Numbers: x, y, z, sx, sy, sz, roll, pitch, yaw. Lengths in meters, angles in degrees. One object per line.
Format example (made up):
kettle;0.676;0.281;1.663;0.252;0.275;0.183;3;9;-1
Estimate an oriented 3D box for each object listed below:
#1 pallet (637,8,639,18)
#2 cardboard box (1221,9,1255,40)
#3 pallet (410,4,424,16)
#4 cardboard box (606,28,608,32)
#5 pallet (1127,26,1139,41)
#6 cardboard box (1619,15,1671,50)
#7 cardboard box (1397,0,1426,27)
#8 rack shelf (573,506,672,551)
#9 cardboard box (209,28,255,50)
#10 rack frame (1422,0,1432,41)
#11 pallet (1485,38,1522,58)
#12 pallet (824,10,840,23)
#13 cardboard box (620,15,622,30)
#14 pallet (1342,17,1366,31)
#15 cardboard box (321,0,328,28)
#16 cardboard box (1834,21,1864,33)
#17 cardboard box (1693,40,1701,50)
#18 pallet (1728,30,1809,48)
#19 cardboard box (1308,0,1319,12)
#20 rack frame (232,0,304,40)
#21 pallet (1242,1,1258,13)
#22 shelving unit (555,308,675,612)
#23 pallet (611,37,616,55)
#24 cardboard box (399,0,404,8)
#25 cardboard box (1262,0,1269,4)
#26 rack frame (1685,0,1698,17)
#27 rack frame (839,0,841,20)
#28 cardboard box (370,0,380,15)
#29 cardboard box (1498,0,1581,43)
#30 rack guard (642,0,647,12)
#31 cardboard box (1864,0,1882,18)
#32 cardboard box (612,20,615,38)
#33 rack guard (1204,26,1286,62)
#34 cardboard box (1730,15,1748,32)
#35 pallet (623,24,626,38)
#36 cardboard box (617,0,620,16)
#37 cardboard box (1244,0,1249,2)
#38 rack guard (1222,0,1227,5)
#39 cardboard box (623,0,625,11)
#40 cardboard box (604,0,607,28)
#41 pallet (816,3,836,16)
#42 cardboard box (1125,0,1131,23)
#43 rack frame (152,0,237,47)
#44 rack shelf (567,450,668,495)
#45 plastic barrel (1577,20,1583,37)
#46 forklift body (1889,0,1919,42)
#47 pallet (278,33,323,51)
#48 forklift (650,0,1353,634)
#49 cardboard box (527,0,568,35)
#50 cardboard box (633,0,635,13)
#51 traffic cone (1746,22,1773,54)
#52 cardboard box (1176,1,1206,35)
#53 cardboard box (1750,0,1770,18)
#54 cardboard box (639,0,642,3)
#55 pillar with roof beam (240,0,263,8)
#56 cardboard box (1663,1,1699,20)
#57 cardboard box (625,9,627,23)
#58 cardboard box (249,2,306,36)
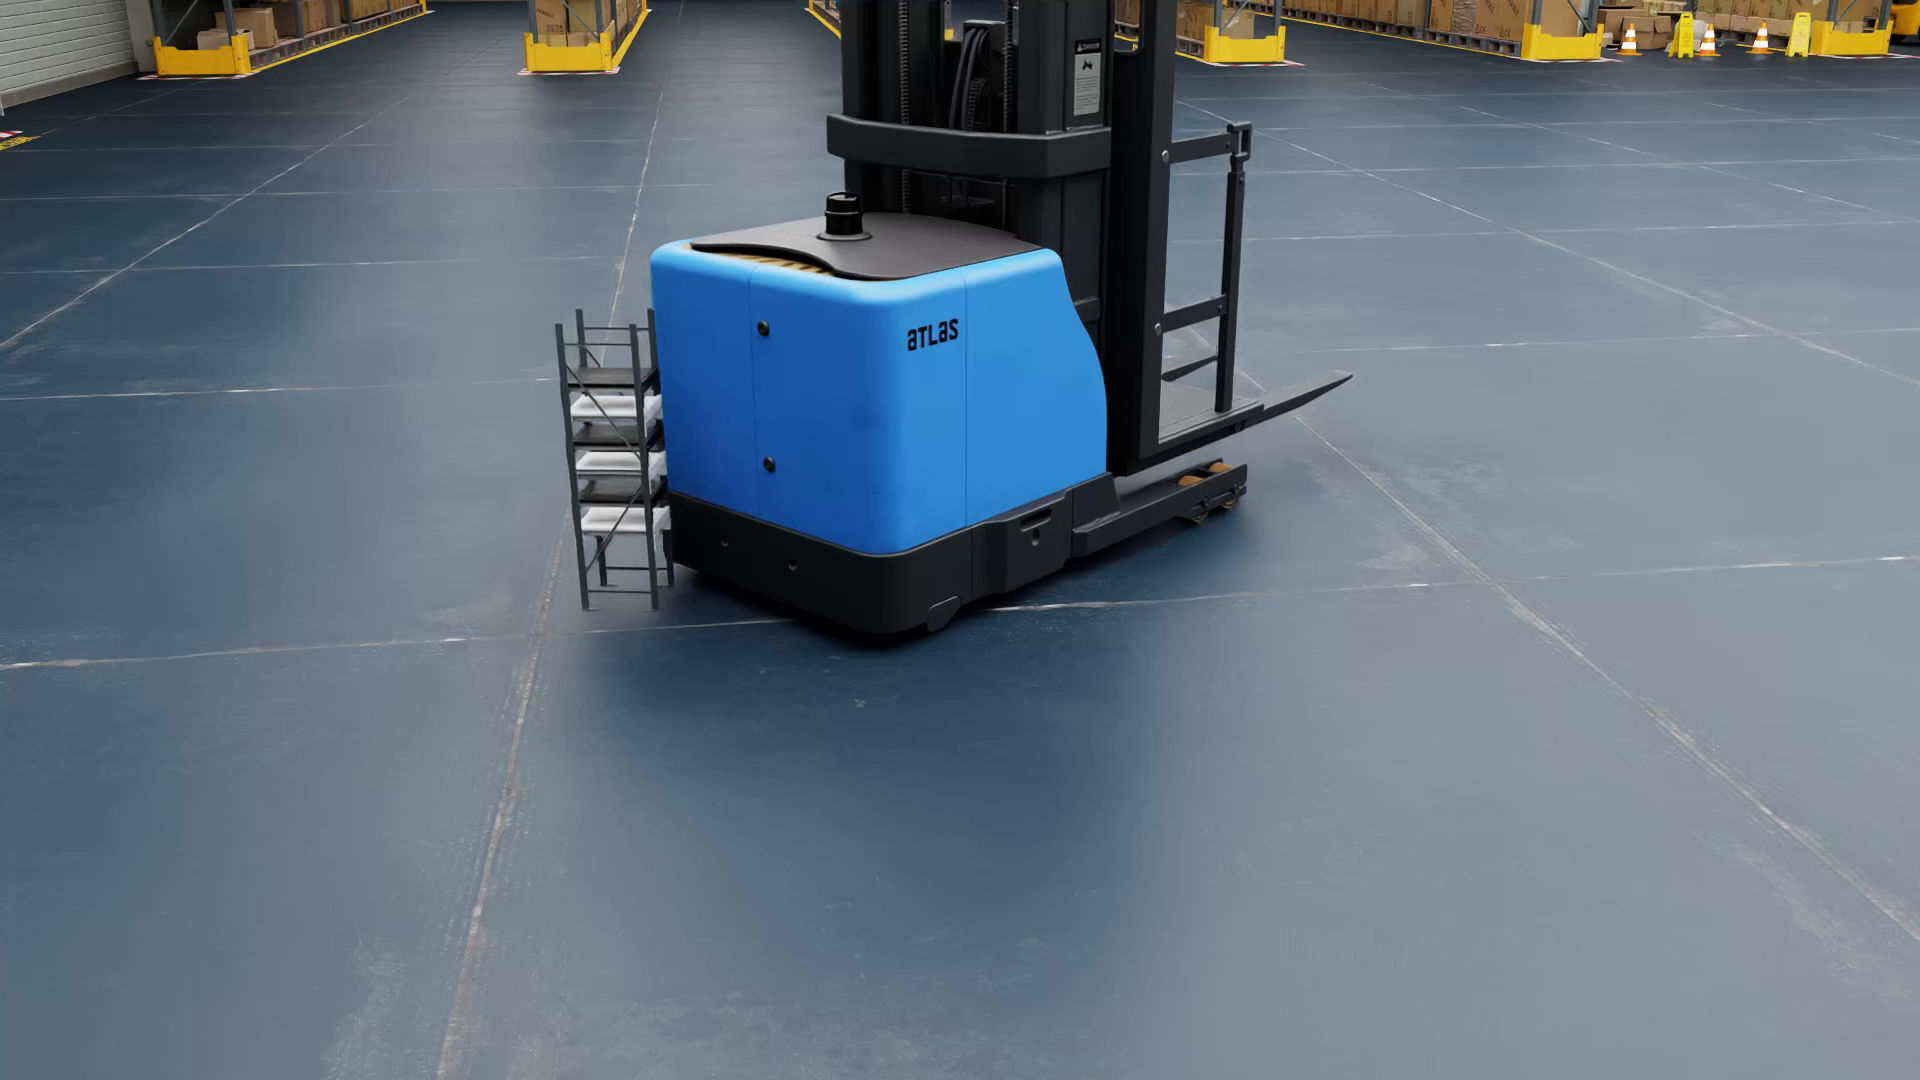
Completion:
pallet;-7.359;-11.169;35.320;1.003;0.211;1.213;-3;21;-8
cardboard box;4.199;-7.824;25.350;0.500;0.500;0.500;1;20;2
pallet;-12.546;-11.792;36.988;1.003;0.211;1.213;-3;21;-8
cardboard box;-5.536;-7.535;24.932;0.500;0.250;0.500;-3;21;-8
pallet;3.582;-8.930;29.323;1.003;0.211;1.213;-3;21;-8
cardboard box;11.320;-8.392;27.467;0.637;0.503;0.797;17;27;39
cardboard box;8.440;-9.535;29.573;1.050;0.750;0.750;-3;21;-8
rack shelf;-1.039;-0.038;5.135;0.258;0.077;0.200;1;20;4
cardboard box;-10.525;-7.220;23.974;0.500;0.311;0.500;-1;21;-3
rack frame;8.618;-10.182;28.689;1.000;3.000;0.127;-3;21;-8
pallet;9.002;-7.763;26.200;1.003;0.211;1.213;-3;21;-8
pallet;-2.289;-10.911;34.628;1.003;0.211;1.213;-3;21;-8
cardboard box;-6.070;-8.885;28.548;0.500;0.250;0.500;-4;21;-9
pallet;8.081;-9.983;32.144;1.003;0.211;1.213;-3;21;-8
cardboard box;-11.471;-9.206;29.021;0.700;0.500;0.500;-3;21;-8
cardboard box;14.236;-8.283;26.936;0.500;0.250;0.500;-3;21;-8
cardboard box;11.891;-8.097;27.184;0.380;0.149;0.250;8;22;20
pallet;13.813;-8.506;28.188;1.003;0.211;1.213;-3;21;-8
cardboard box;7.525;-11.169;34.306;0.500;0.500;0.500;-4;21;-10
rack frame;-11.009;-9.217;26.107;1.000;3.000;0.127;-3;21;-8
pallet;7.154;-12.299;38.345;1.003;0.211;1.213;-3;21;-8
shelving unit;-1.041;-0.238;5.062;0.258;0.900;0.210;1;20;4
pallet;-6.035;-7.884;26.524;1.003;0.211;1.213;-3;21;-8
cardboard box;-12.310;-11.629;35.536;0.700;0.500;0.500;-2;21;-6
cardboard box;7.015;-12.114;37.337;0.380;0.149;0.250;-4;21;-10
rack frame;13.502;-10.466;29.452;1.000;3.000;0.127;-3;21;-8
rack frame;-1.782;-11.102;31.153;1.000;3.000;0.127;-3;21;-8
cardboard box;-11.809;-10.650;32.417;0.750;0.750;0.750;-2;21;-6
cardboard box;9.032;-8.230;25.899;0.875;0.875;0.875;-3;21;-7
rack guard;-7.827;-12.426;38.270;1.175;0.500;0.348;-3;21;-8
cardboard box;18.113;-10.512;32.367;0.875;0.625;0.625;-4;21;-10
cardboard box;-5.825;-8.227;26.786;0.500;0.250;0.500;-3;21;-8
rack guard;4.261;-7.437;24.913;1.175;0.500;0.348;-3;21;-8
cardboard box;13.487;-8.789;28.291;0.500;0.250;0.500;-3;21;-8
pallet;-6.604;-9.260;30.207;1.003;0.211;1.213;-3;21;-8
cardboard box;-5.988;-8.969;27.970;0.500;0.311;0.500;-3;21;-8
cardboard box;6.818;-12.560;38.531;0.380;0.149;0.250;-4;21;-10
rack guard;6.900;-13.139;40.180;1.175;0.500;0.348;-3;21;-8
cardboard box;-6.284;-9.676;29.863;0.500;0.311;0.500;-3;21;-9
cardboard box;-5.547;-7.885;24.800;0.500;0.500;0.500;-3;21;-8
pallet;-2.682;-11.856;37.158;1.003;0.211;1.213;-3;21;-8
cardboard box;3.417;-9.768;30.526;0.700;0.500;0.500;-1;21;-3
rack frame;-10.433;-7.832;22.399;1.000;3.000;0.127;-3;21;-8
rack shelf;-1.041;-0.207;5.073;0.258;0.077;0.200;1;20;4
plastic barrel;10.300;-8.659;28.296;0.512;0.421;0.421;12;24;30
forklift body;16.911;-9.500;28.077;2.313;2.155;1.214;-3;21;-8
pallet;-11.123;-8.180;27.316;1.003;0.211;1.213;-3;21;-8
forklift;0.390;-1.538;5.646;1.130;2.935;3.031;17;26;38
cardboard box;-5.903;-7.514;23.804;0.500;0.500;0.500;-3;21;-8
cardboard box;-6.771;-10.771;33.212;0.500;0.500;0.500;-3;21;-7
traffic cone;12.740;-7.977;26.412;0.336;0.463;0.334;-3;21;-8
cardboard box;3.804;-8.654;27.571;0.500;0.500;0.500;4;21;9
cardboard box;13.561;-8.961;27.680;0.500;0.500;0.500;-3;21;-9
cardboard box;-7.515;-12.482;37.793;0.500;0.500;0.500;-3;21;-8
pillar with roof beam;-7.994;-13.136;28.024;9.100;9.000;0.400;-3;21;-8
cardboard box;13.424;-9.613;30.324;0.950;0.372;0.625;-3;21;-7
cardboard box;-6.367;-9.592;30.440;0.500;0.250;0.500;-2;21;-6
cardboard box;-11.132;-8.506;27.147;0.700;0.500;0.500;-2;21;-6
